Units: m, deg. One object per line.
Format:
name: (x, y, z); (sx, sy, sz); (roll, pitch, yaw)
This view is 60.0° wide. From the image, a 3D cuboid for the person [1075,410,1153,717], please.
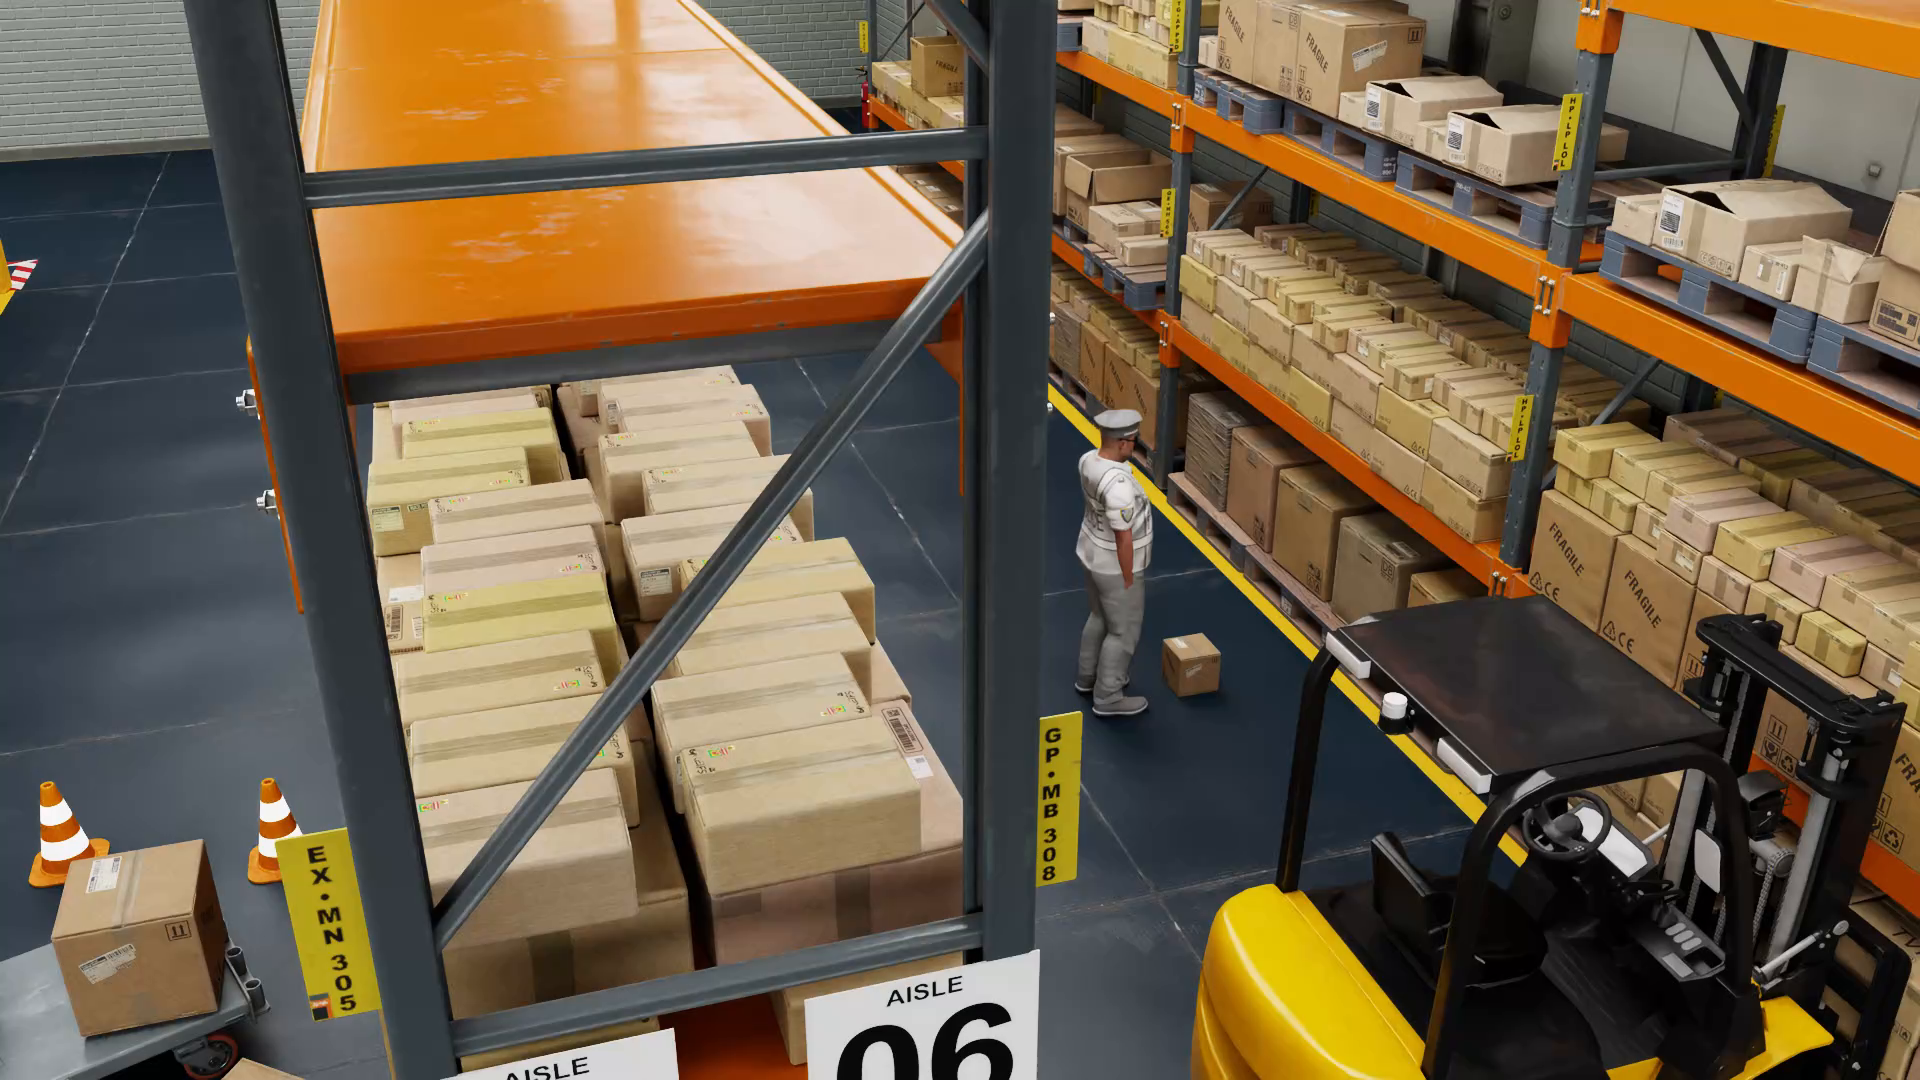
person: (0.844, 0.115, 9.138); (0.392, 1.742, 0.529); (-8, 27, -15)
